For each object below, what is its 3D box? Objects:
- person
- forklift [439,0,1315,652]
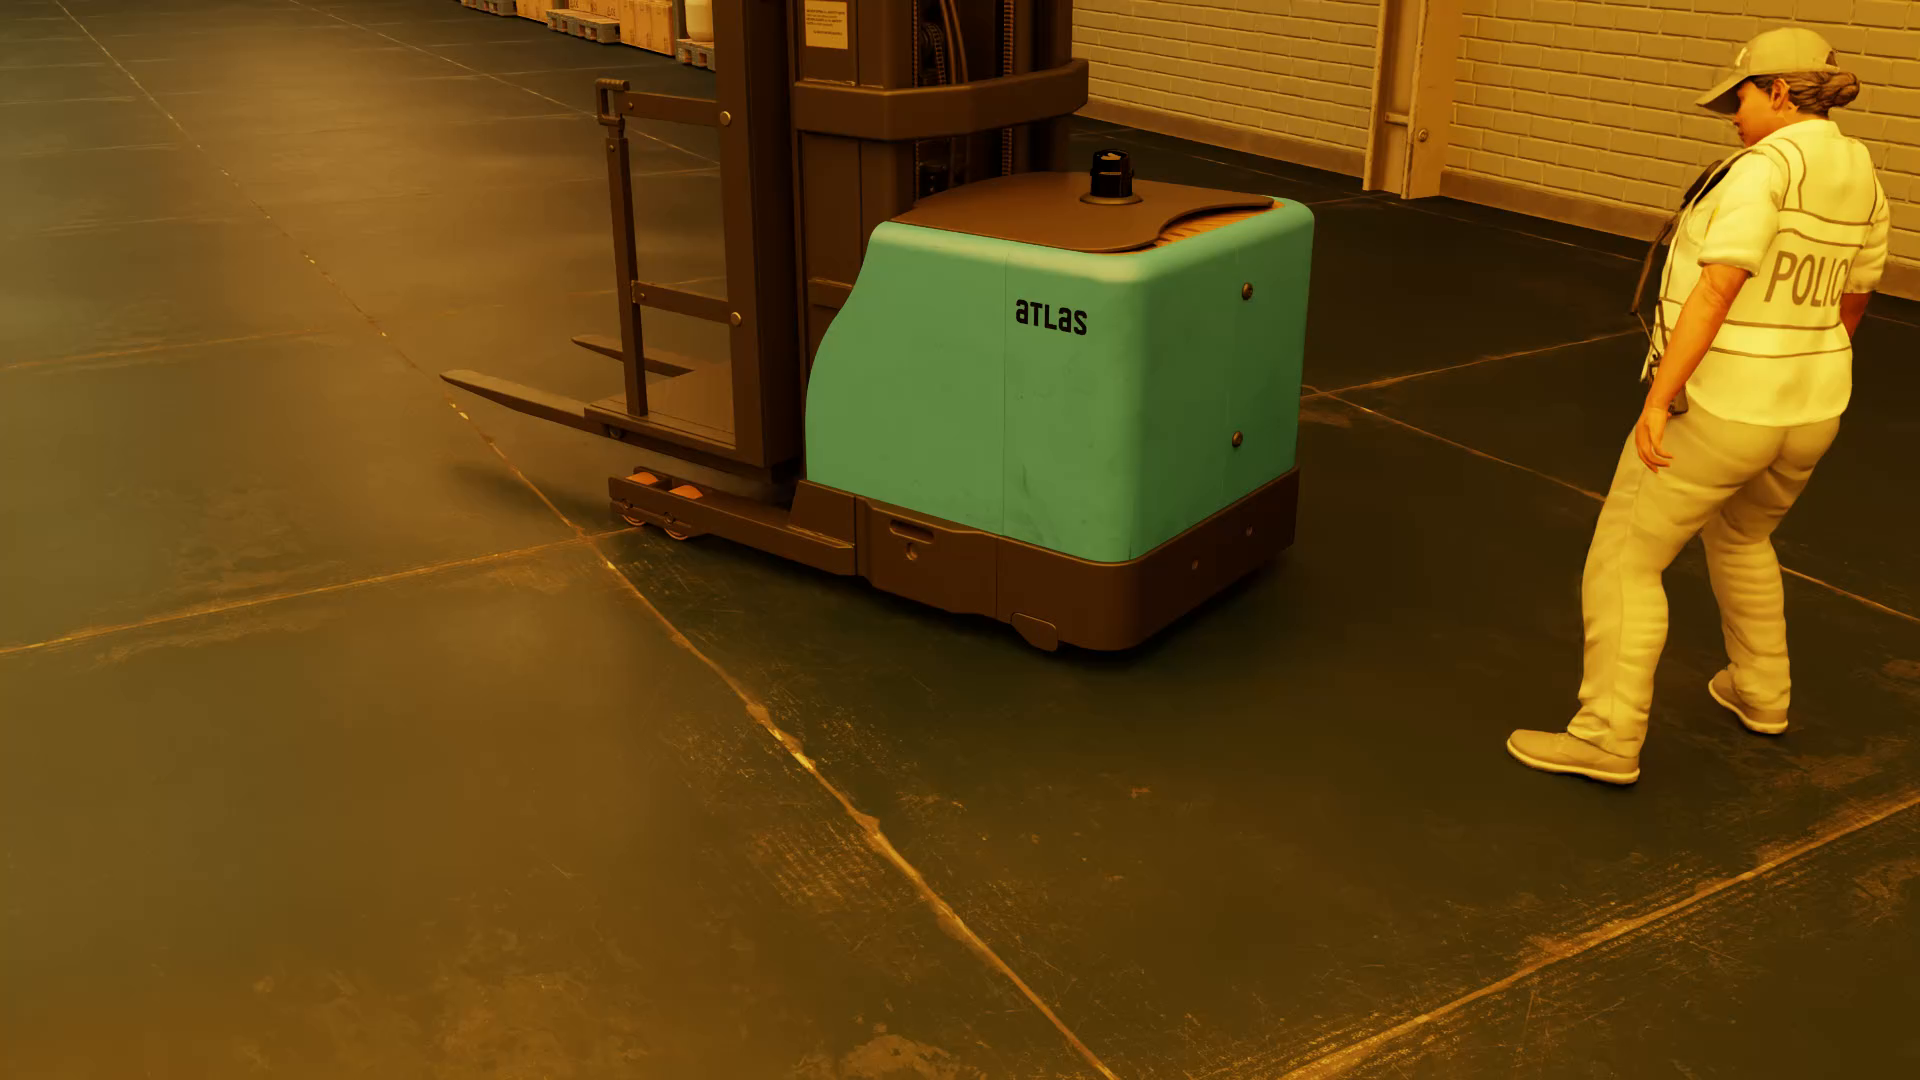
[{"bbox_3d":[1.697,-0.286,3.706,0.840,1.626,0.443,-12,25,-26],"label":"person"},{"bbox_3d":[-0.481,-1.497,4.922,3.031,2.935,1.130,16,27,34],"label":"forklift"}]
